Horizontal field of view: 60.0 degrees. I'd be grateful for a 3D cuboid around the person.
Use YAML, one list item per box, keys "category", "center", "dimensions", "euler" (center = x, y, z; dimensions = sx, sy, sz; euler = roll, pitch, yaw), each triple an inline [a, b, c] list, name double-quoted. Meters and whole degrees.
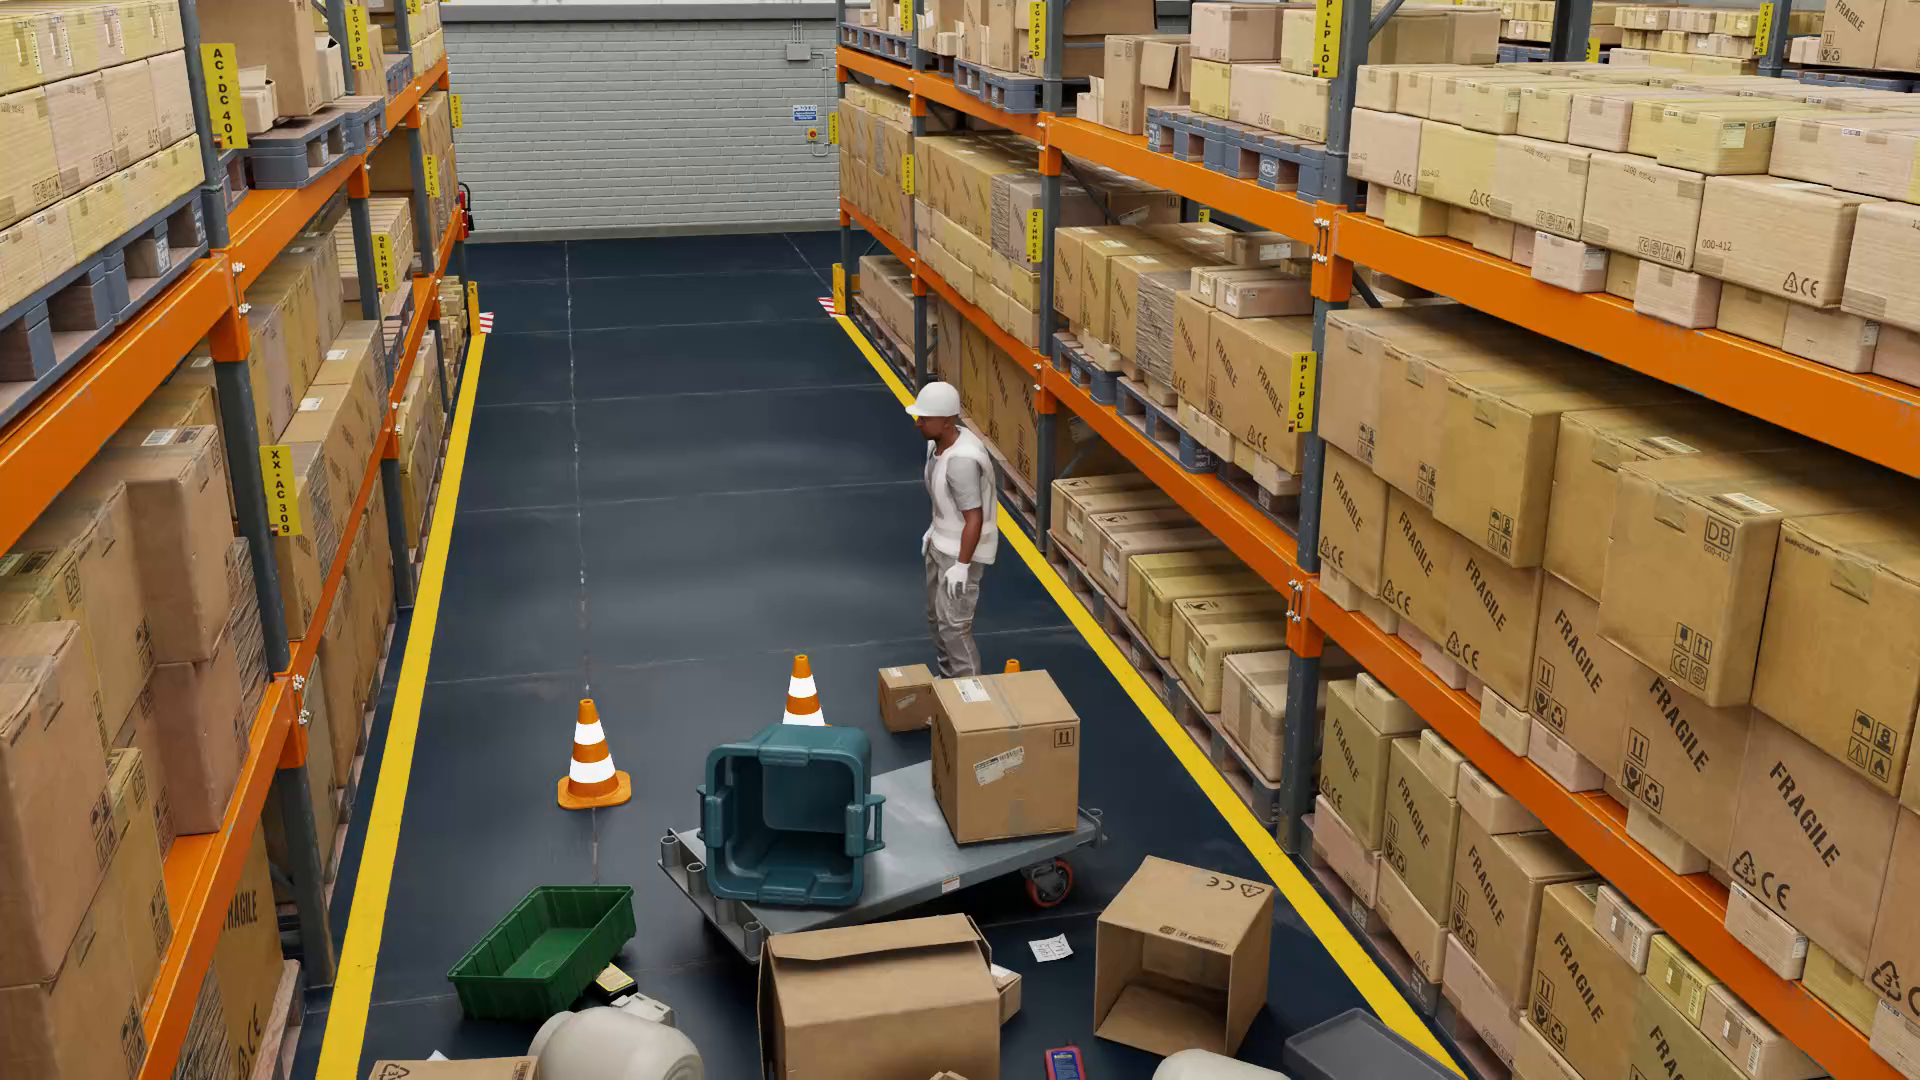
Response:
- category: "person"
  center: [-0.050, 0.060, 8.381]
  dimensions: [0.448, 1.774, 0.617]
  euler: [-5, 20, -13]
